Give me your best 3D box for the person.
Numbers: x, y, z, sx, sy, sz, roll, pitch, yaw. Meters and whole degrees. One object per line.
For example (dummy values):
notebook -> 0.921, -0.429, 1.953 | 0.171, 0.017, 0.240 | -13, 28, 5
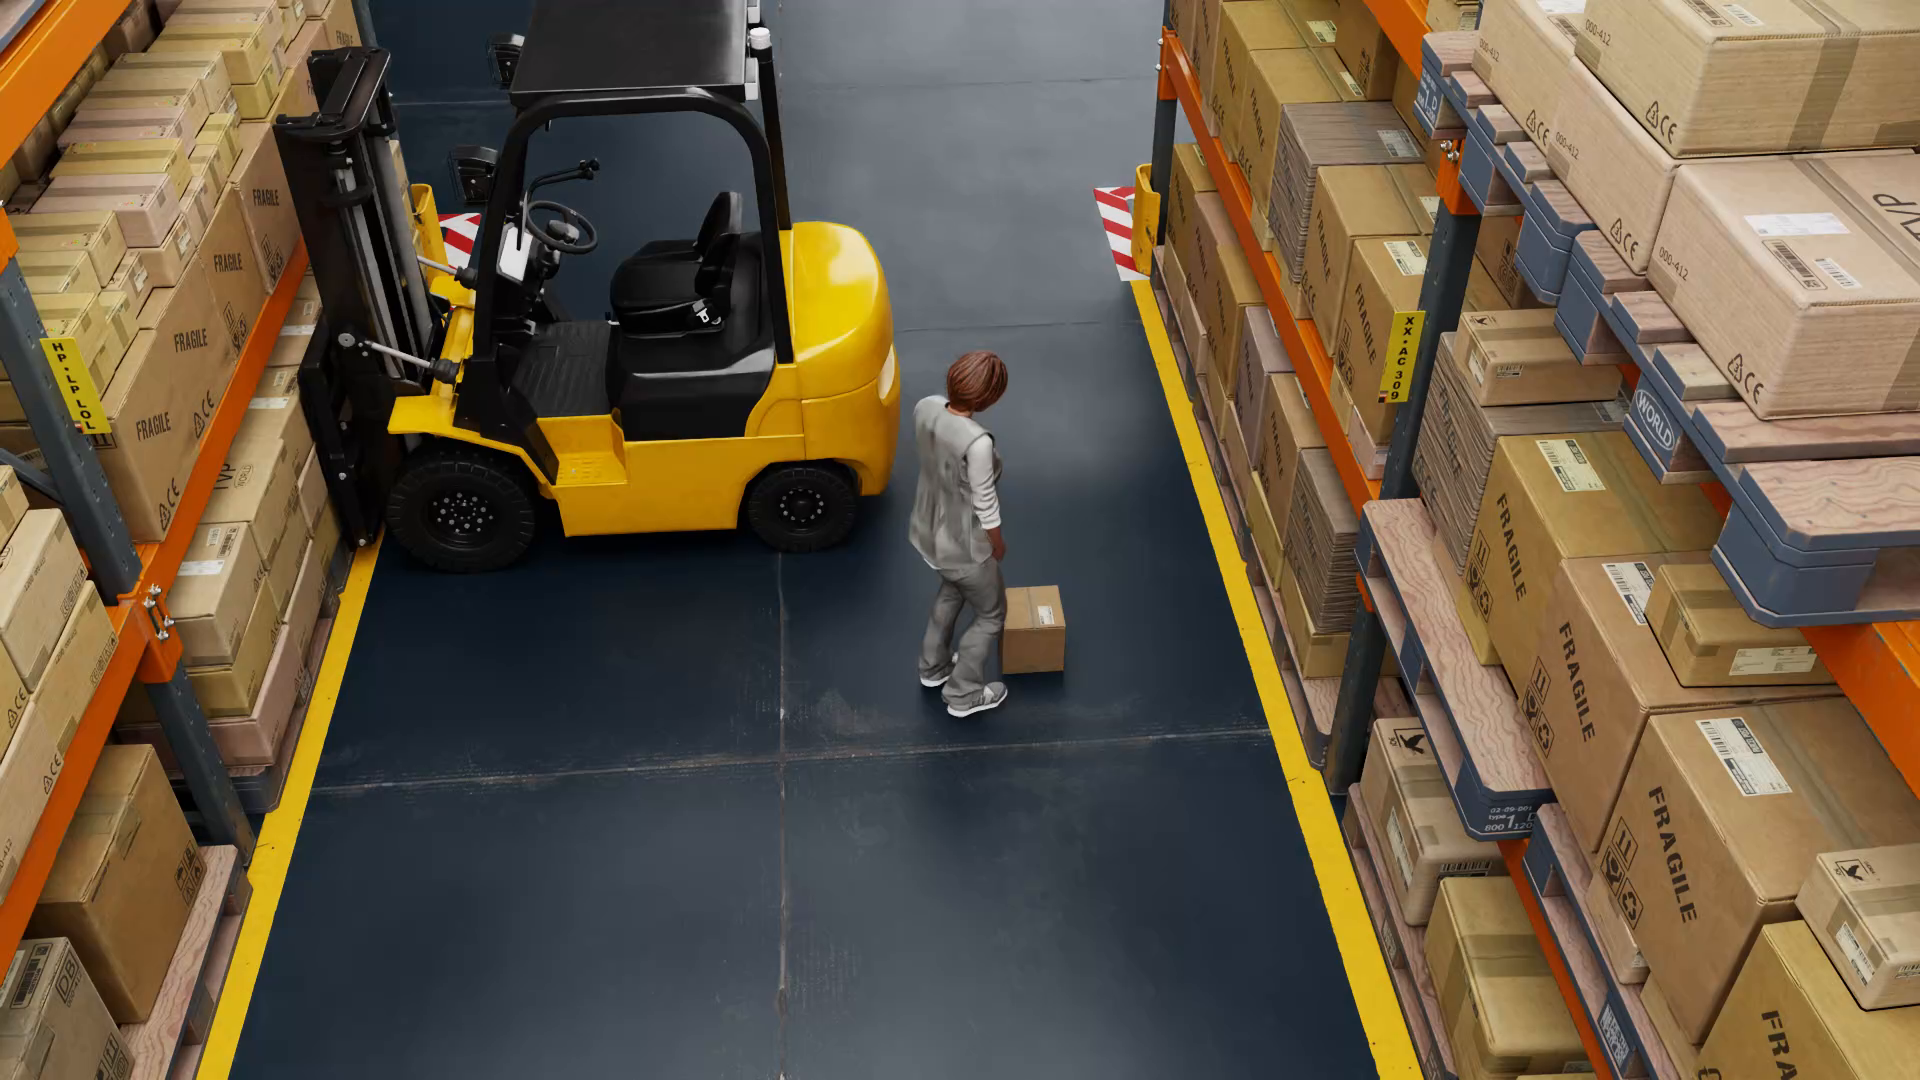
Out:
person -> -0.004, -0.011, 6.227 | 0.383, 1.542, 0.426 | -22, 45, -25
